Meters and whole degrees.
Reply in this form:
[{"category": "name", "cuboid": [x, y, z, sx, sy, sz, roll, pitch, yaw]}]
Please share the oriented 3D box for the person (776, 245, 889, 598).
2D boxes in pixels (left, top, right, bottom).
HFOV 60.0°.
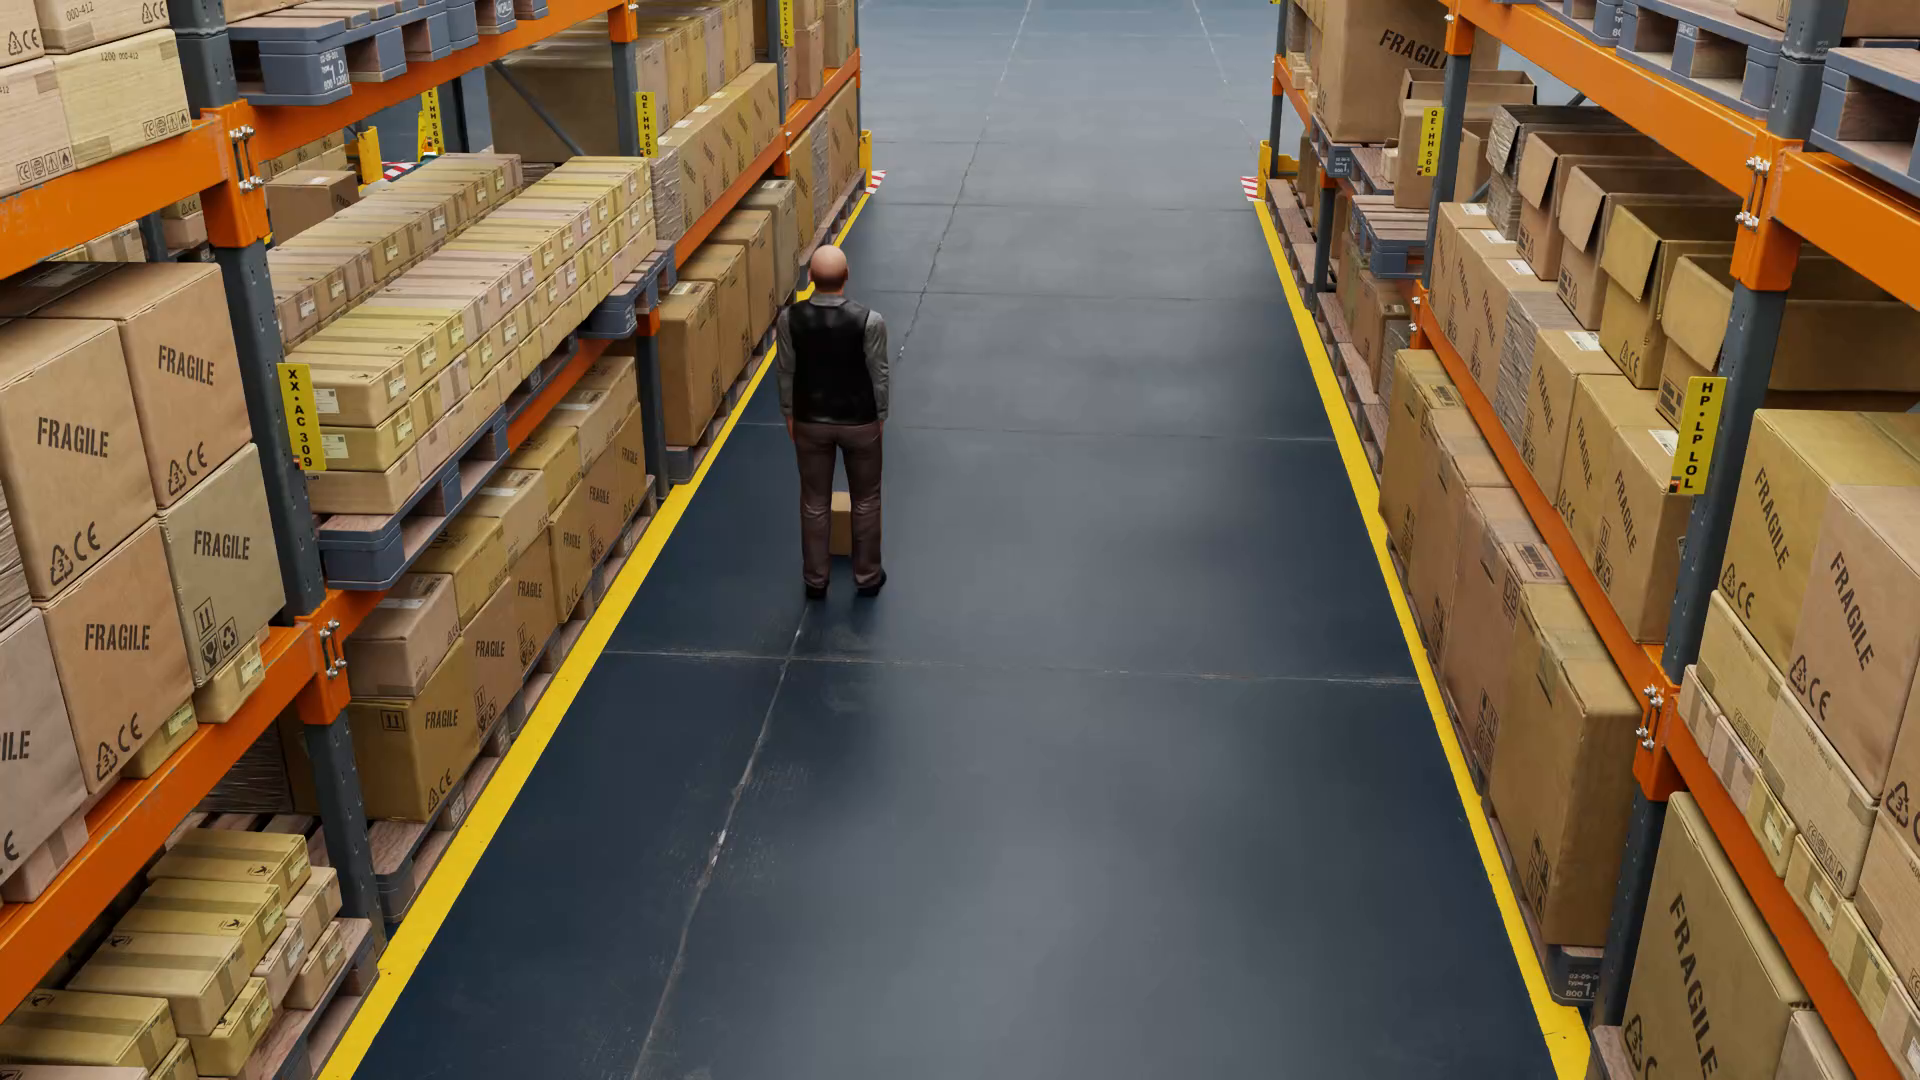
[{"category": "person", "cuboid": [-0.592, -0.552, 7.867, 0.532, 1.723, 0.357, 2, 24, 5]}]
